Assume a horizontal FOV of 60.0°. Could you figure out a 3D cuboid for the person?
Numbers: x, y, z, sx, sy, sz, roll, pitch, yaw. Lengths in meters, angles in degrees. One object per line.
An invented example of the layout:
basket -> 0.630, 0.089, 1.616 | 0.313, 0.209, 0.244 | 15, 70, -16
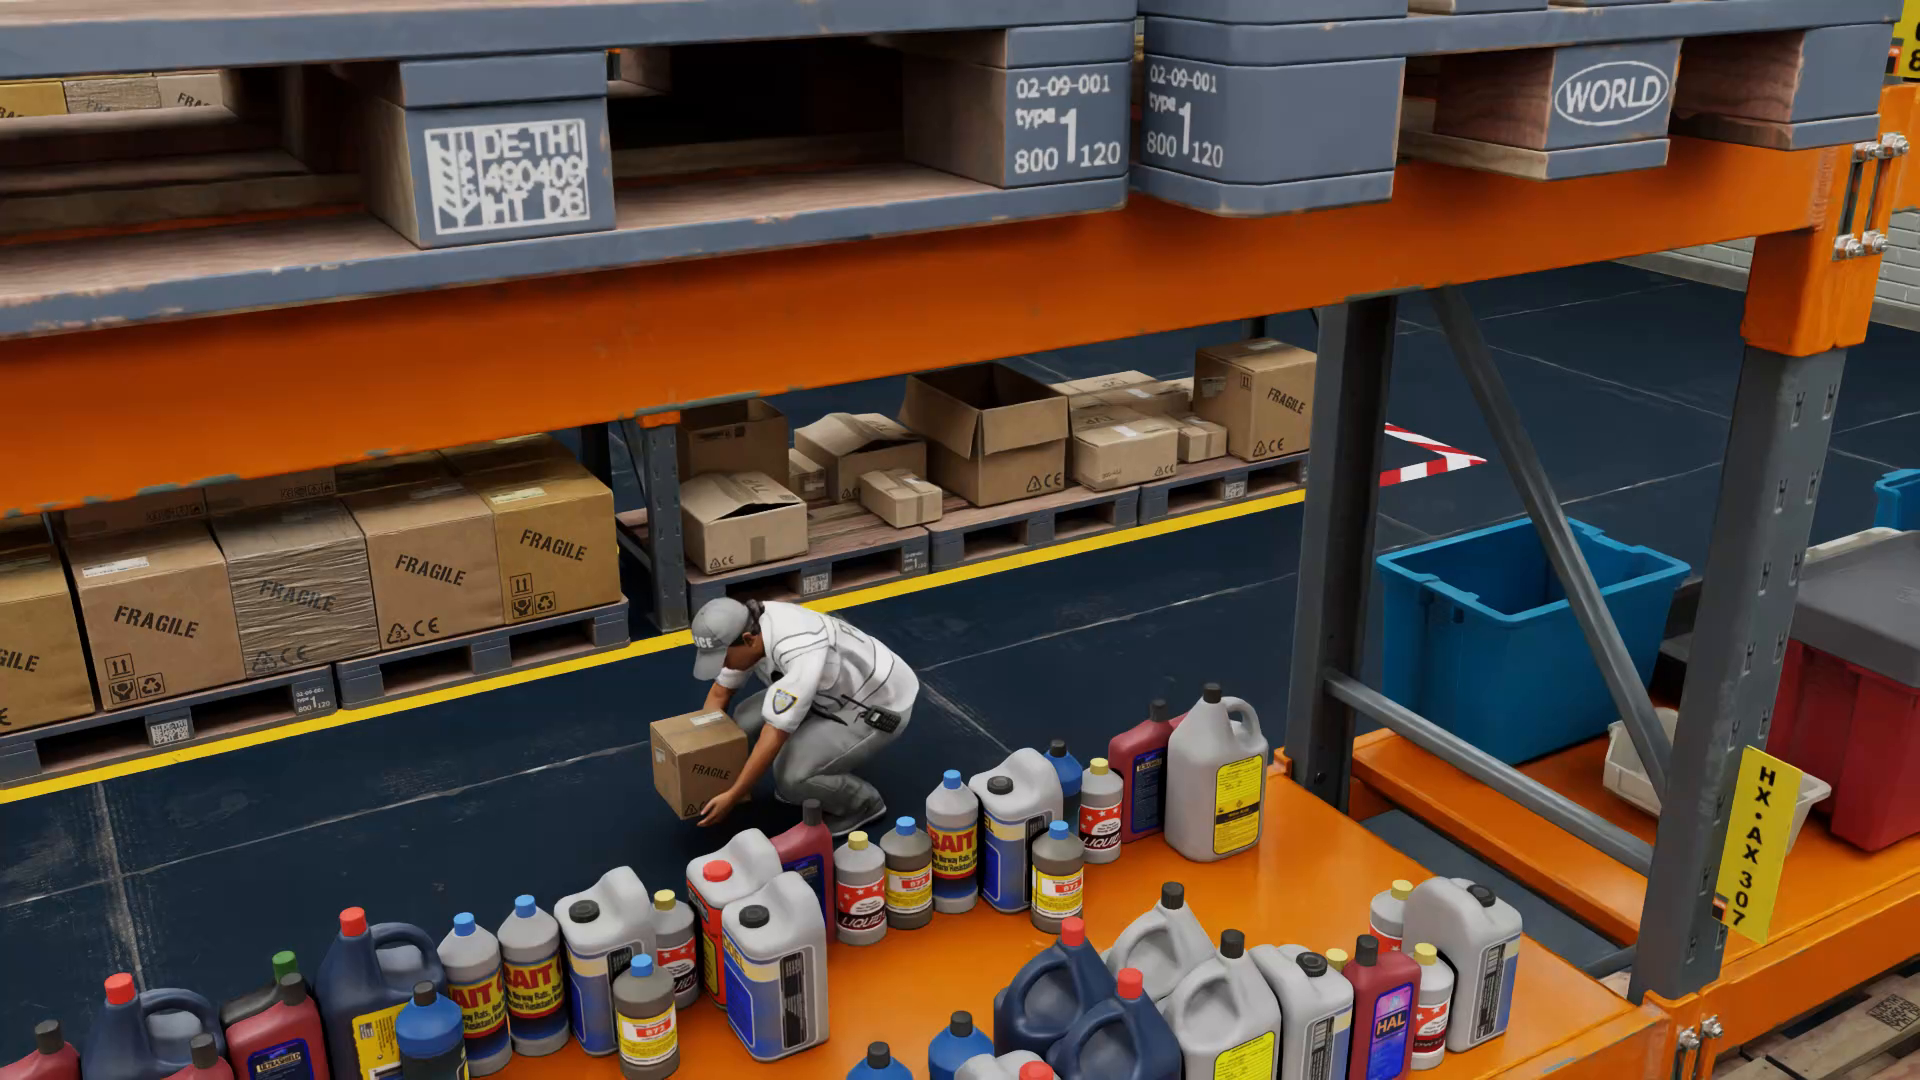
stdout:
person -> -0.562, 0.558, 5.700 | 0.861, 0.930, 0.527 | -12, 25, -28
